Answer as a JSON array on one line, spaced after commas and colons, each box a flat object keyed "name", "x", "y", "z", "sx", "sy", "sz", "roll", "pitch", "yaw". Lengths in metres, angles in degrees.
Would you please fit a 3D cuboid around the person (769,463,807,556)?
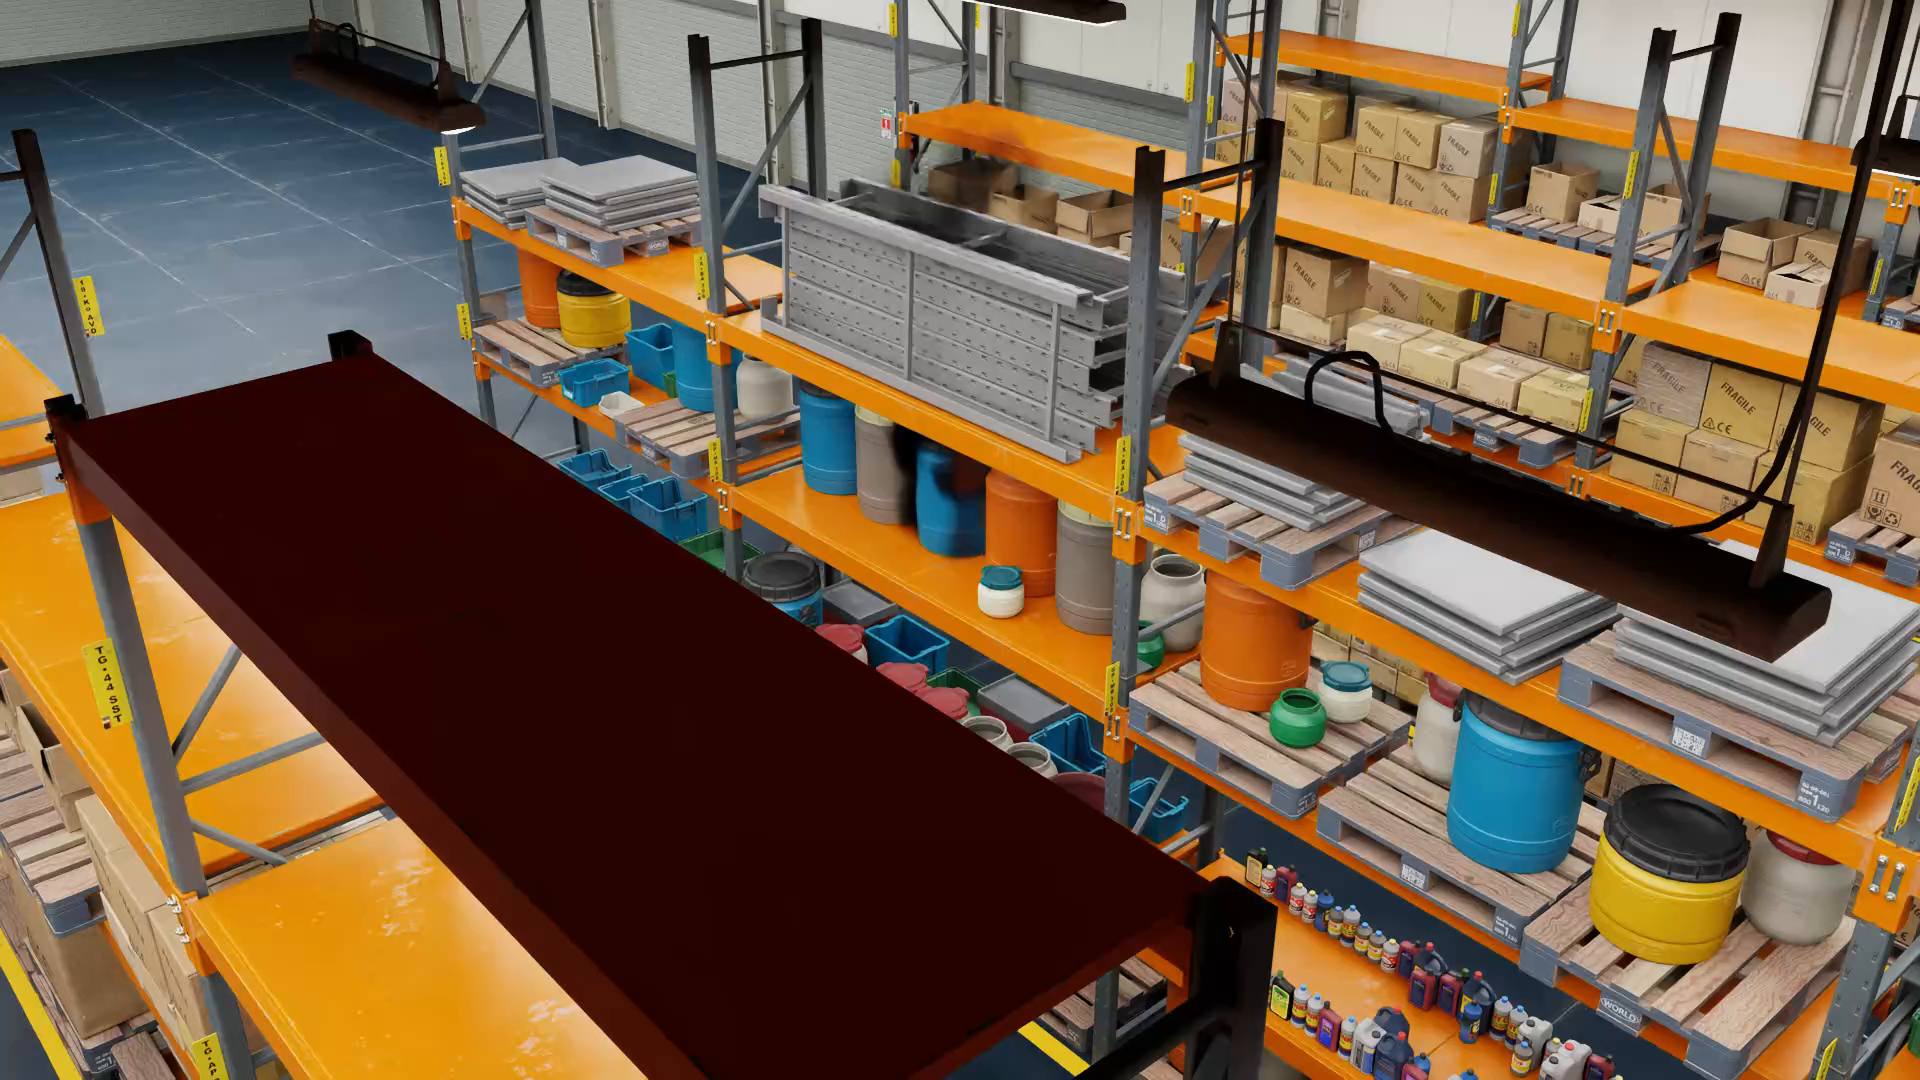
[{"name": "person", "x": -1.676, "y": -0.243, "z": 16.299, "sx": 0.686, "sy": 1.613, "sz": 0.519, "roll": 19, "pitch": 32, "yaw": 32}]
